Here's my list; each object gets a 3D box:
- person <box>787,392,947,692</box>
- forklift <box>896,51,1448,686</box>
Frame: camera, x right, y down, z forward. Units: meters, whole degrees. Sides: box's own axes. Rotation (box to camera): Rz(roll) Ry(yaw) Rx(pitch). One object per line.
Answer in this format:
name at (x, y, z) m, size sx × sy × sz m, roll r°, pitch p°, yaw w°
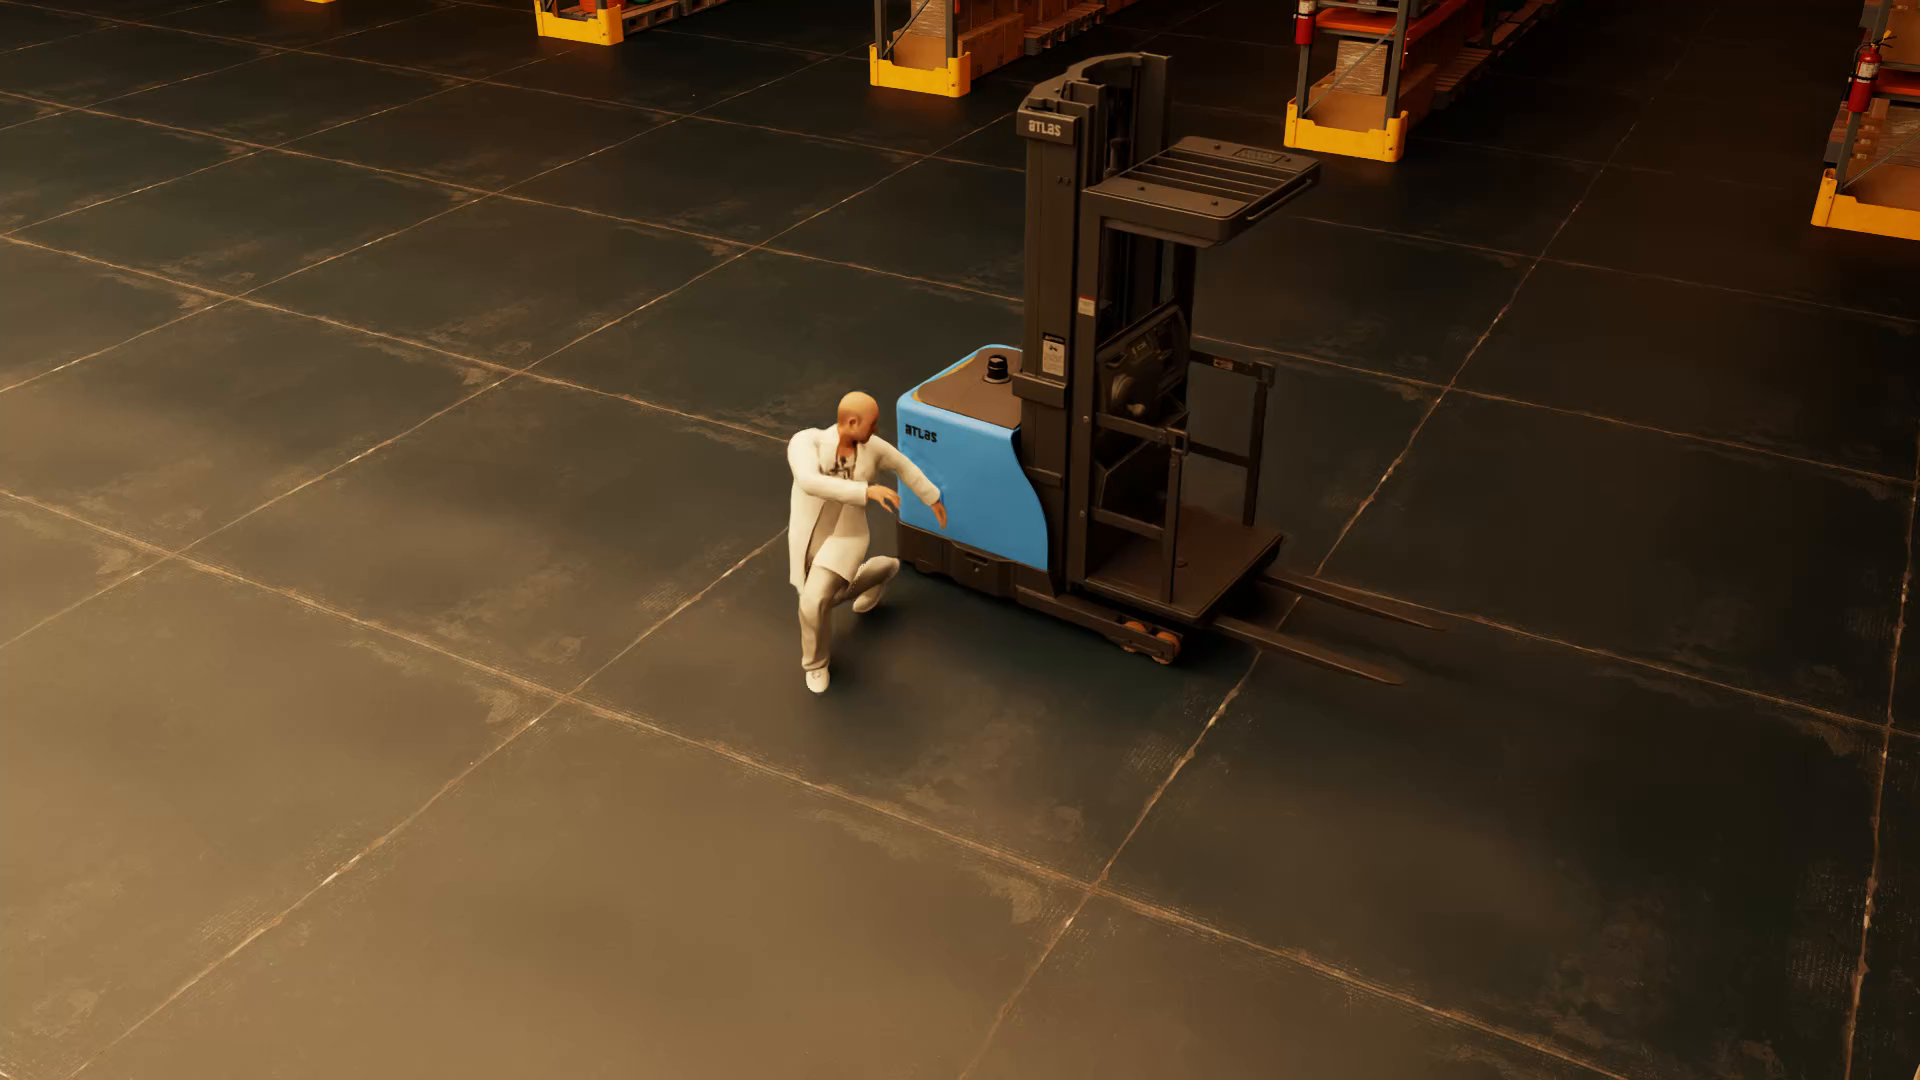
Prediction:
person at (-0.519, -0.052, 8.664) m, size 0.780 × 1.543 × 1.011 m, roll 6°, pitch 31°, yaw 10°
forklift at (1.137, -0.913, 8.653) m, size 3.031 × 2.935 × 1.130 m, roll 19°, pitch 35°, yaw 29°
